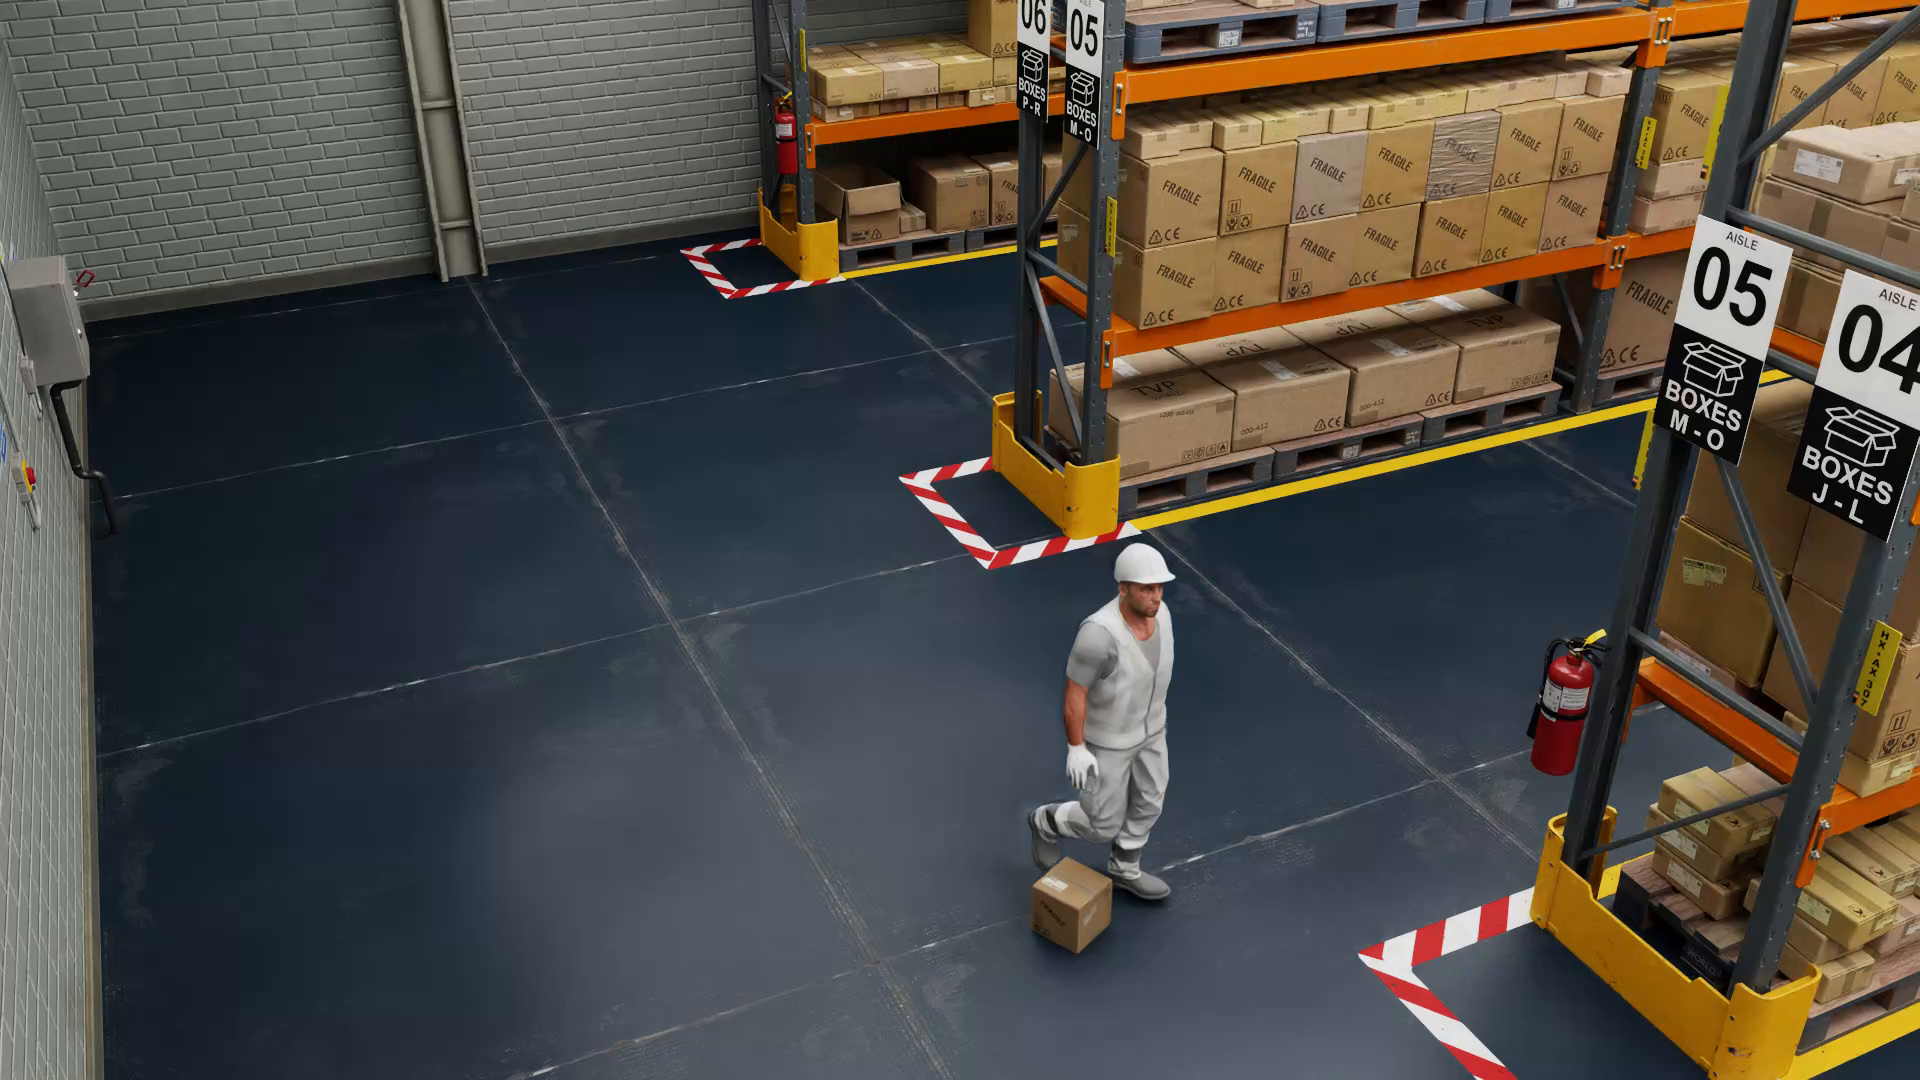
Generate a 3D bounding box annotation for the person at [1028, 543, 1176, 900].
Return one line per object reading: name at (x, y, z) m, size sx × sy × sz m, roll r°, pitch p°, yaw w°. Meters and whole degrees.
person at (0.598, 0.769, 7.027) m, size 0.610 × 1.778 × 0.614 m, roll -23°, pitch 37°, yaw -35°
